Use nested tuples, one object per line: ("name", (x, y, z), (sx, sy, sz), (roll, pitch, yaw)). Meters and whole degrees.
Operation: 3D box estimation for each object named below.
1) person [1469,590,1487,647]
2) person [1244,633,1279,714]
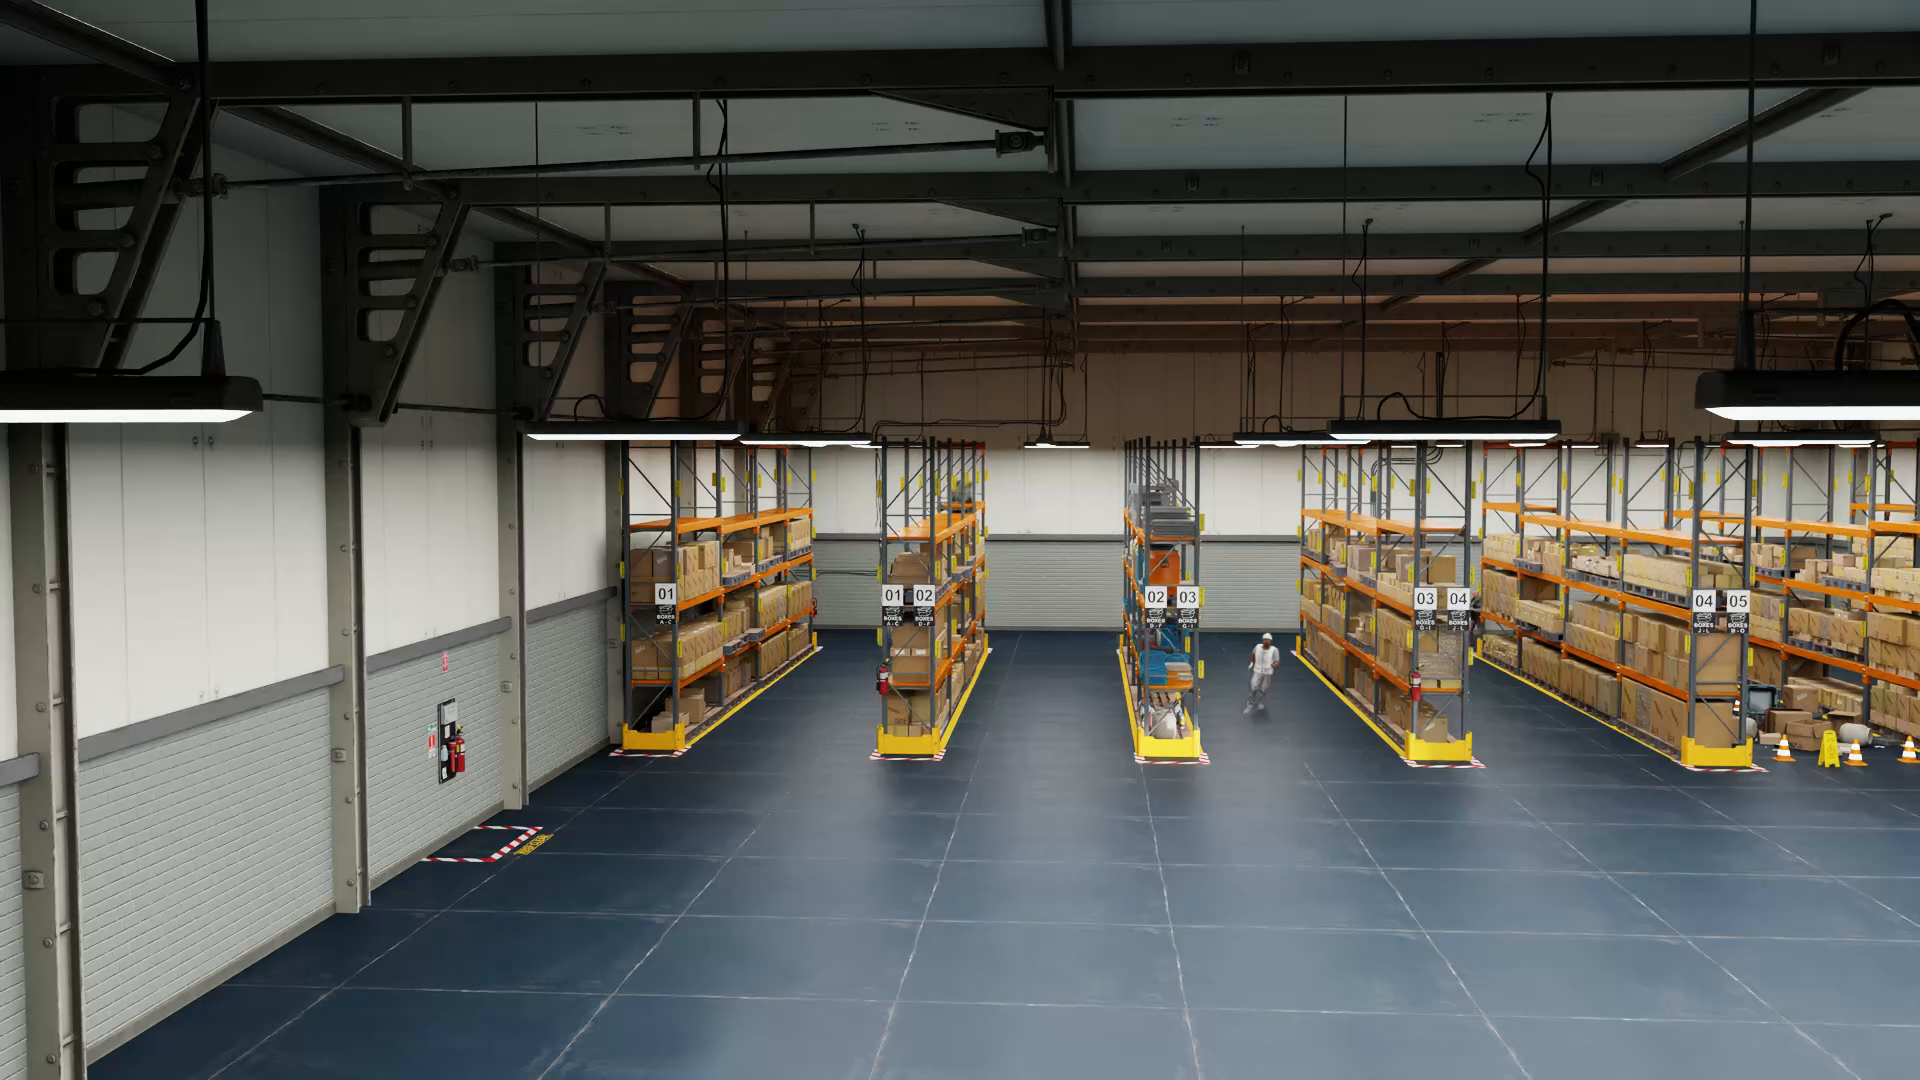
("person", (14.821, 2.290, 47.627), (0.939, 1.738, 0.635), (-2, 4, -33))
("person", (6.576, 2.891, 36.154), (0.737, 1.752, 0.839), (1, 3, 17))
